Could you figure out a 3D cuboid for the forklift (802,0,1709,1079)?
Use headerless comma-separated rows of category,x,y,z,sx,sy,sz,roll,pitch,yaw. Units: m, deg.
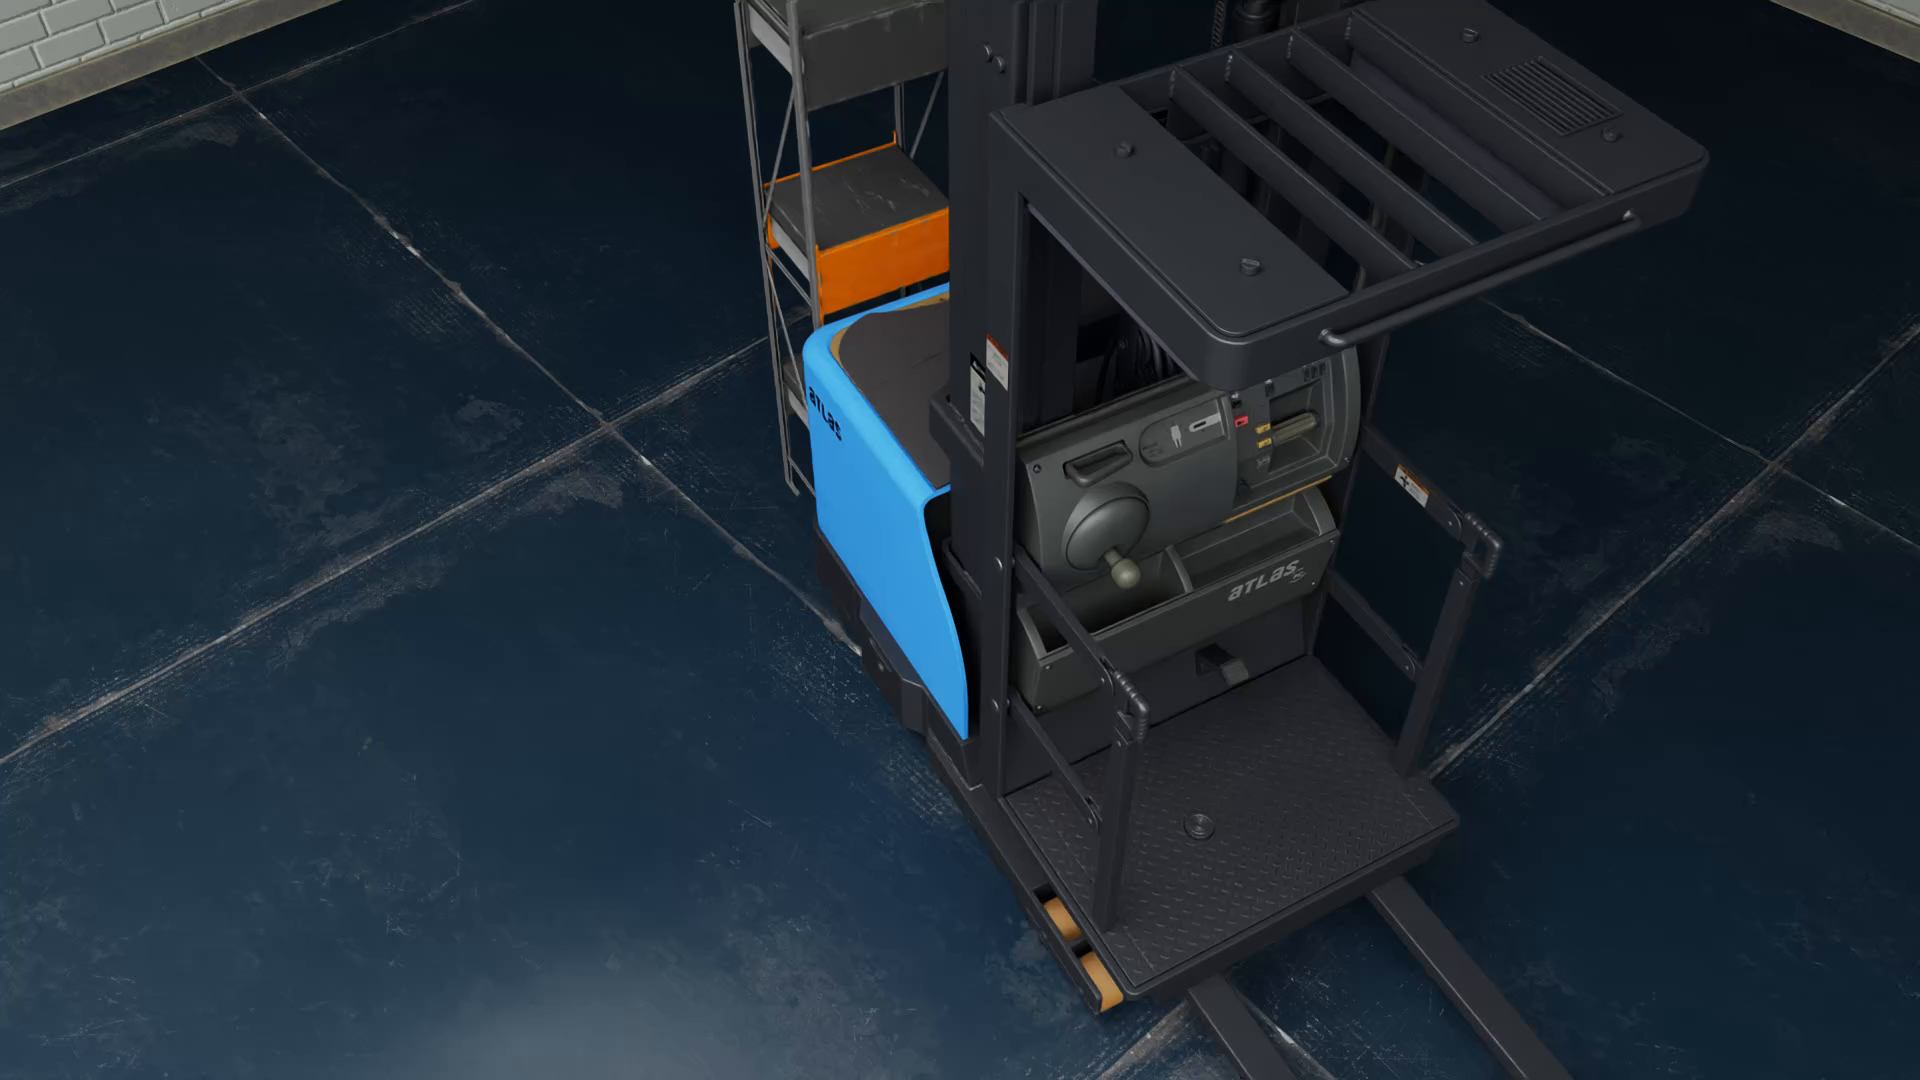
forklift,0.676,-0.095,3.844,1.130,2.935,3.031,-22,51,-19

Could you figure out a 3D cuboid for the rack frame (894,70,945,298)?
rack frame,-0.095,-0.977,5.222,0.015,2.100,0.400,-23,51,-20

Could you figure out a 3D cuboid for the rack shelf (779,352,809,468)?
rack shelf,-0.307,-0.403,5.665,0.480,0.518,0.431,-23,51,-20

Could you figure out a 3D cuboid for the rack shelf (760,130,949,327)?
rack shelf,-0.307,-0.878,5.150,0.480,0.518,0.431,-23,51,-20

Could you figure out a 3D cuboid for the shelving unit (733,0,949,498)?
shelving unit,-0.307,-0.887,5.140,0.503,2.100,0.431,-23,51,-20

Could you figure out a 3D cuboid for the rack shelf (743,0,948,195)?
rack shelf,-0.307,-1.353,4.636,0.480,0.518,0.431,-23,51,-20

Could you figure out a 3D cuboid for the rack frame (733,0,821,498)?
rack frame,-0.518,-0.798,5.058,0.015,2.100,0.400,-23,51,-20
